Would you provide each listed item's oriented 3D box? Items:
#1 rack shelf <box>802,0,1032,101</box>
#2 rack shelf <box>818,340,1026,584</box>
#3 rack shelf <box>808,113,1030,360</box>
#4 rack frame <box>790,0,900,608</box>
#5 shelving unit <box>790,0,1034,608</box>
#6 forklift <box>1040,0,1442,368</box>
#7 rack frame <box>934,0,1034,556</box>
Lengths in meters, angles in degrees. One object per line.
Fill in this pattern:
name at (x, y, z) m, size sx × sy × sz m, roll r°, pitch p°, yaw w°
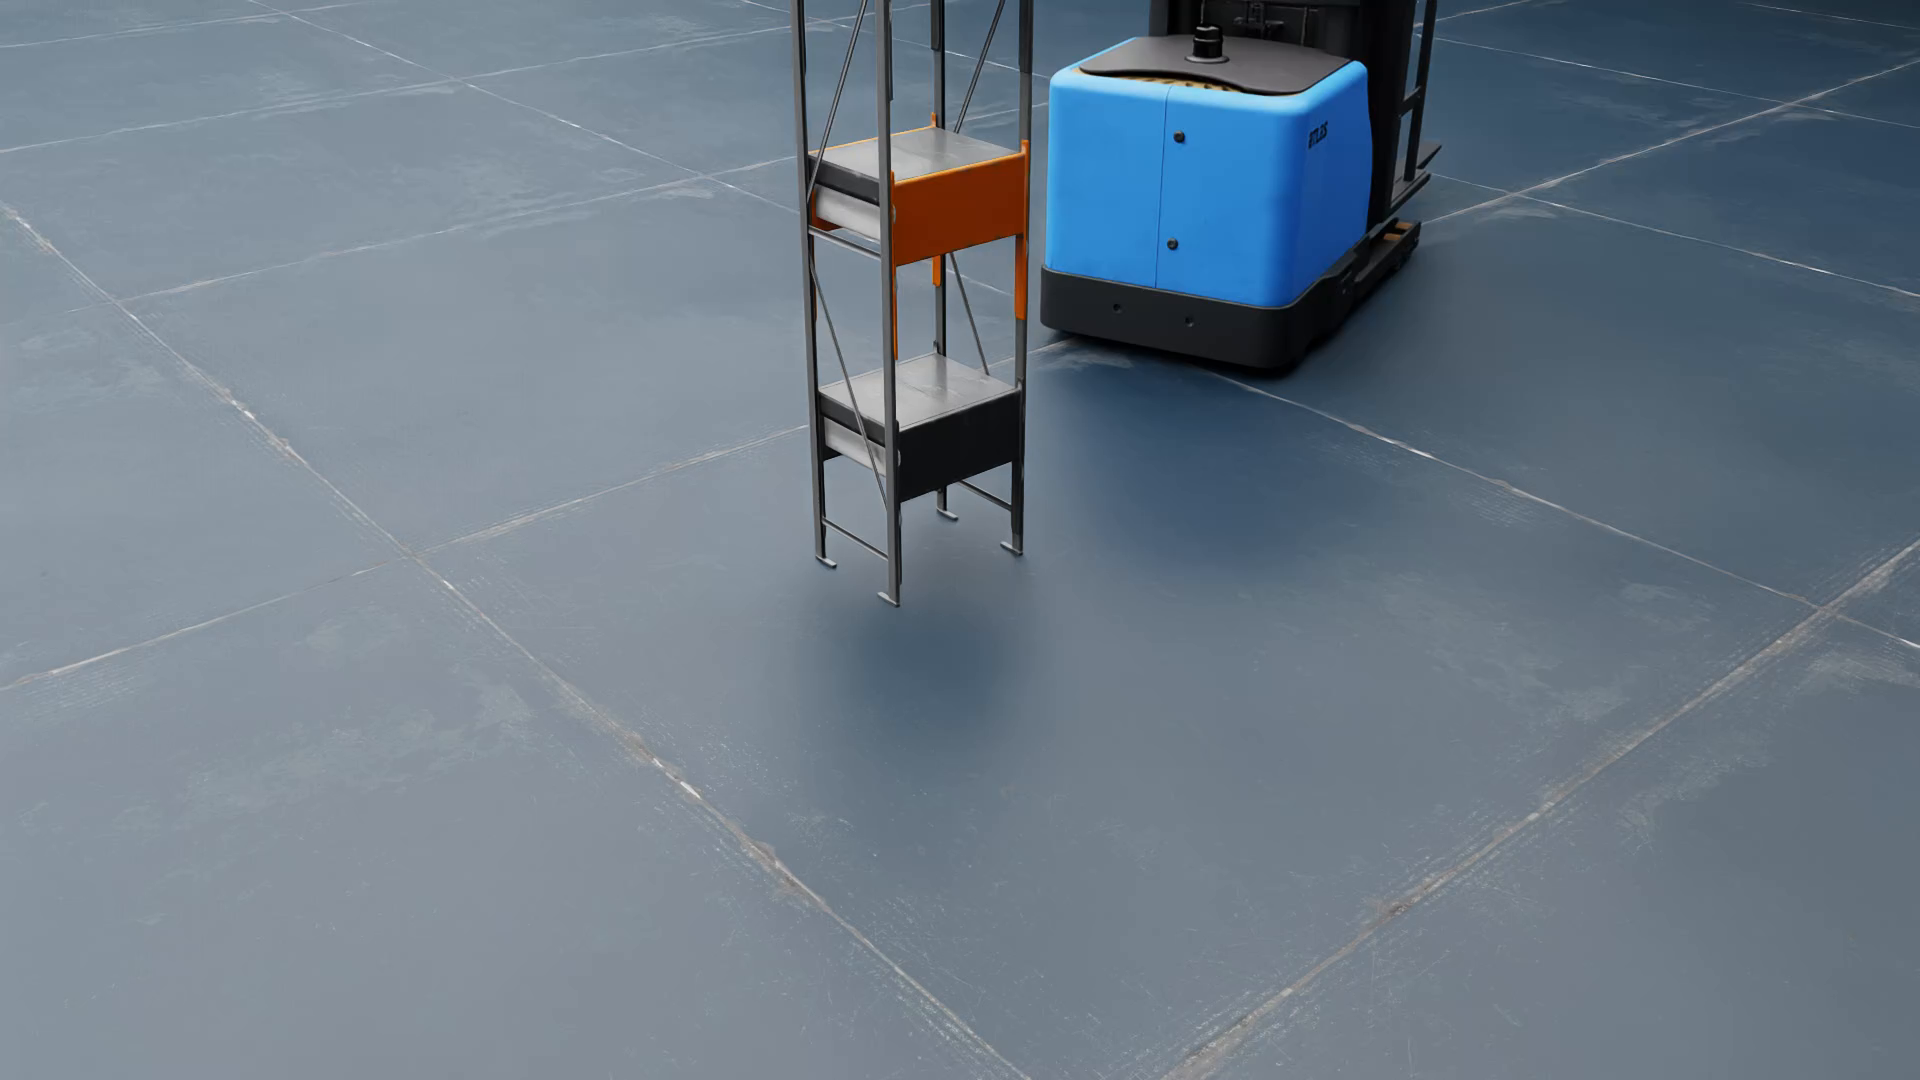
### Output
rack shelf at (-0.126, -1.481, 4.337) m, size 0.480 × 0.518 × 0.431 m, roll -22°, pitch 35°, yaw -35°
rack shelf at (-0.126, -0.246, 4.997) m, size 0.480 × 0.518 × 0.431 m, roll -22°, pitch 35°, yaw -35°
rack shelf at (-0.126, -0.863, 4.667) m, size 0.480 × 0.518 × 0.431 m, roll -22°, pitch 35°, yaw -35°
rack frame at (-0.312, -0.801, 4.521) m, size 0.015 × 2.100 × 0.400 m, roll -22°, pitch 35°, yaw -35°
shelving unit at (-0.126, -0.875, 4.660) m, size 0.503 × 2.100 × 0.431 m, roll -22°, pitch 35°, yaw -35°
forklift at (1.475, -2.608, 7.020) m, size 1.130 × 2.935 × 3.031 m, roll 14°, pitch 31°, yaw 25°
rack frame at (0.060, -0.950, 4.800) m, size 0.015 × 2.100 × 0.400 m, roll -22°, pitch 35°, yaw -35°
